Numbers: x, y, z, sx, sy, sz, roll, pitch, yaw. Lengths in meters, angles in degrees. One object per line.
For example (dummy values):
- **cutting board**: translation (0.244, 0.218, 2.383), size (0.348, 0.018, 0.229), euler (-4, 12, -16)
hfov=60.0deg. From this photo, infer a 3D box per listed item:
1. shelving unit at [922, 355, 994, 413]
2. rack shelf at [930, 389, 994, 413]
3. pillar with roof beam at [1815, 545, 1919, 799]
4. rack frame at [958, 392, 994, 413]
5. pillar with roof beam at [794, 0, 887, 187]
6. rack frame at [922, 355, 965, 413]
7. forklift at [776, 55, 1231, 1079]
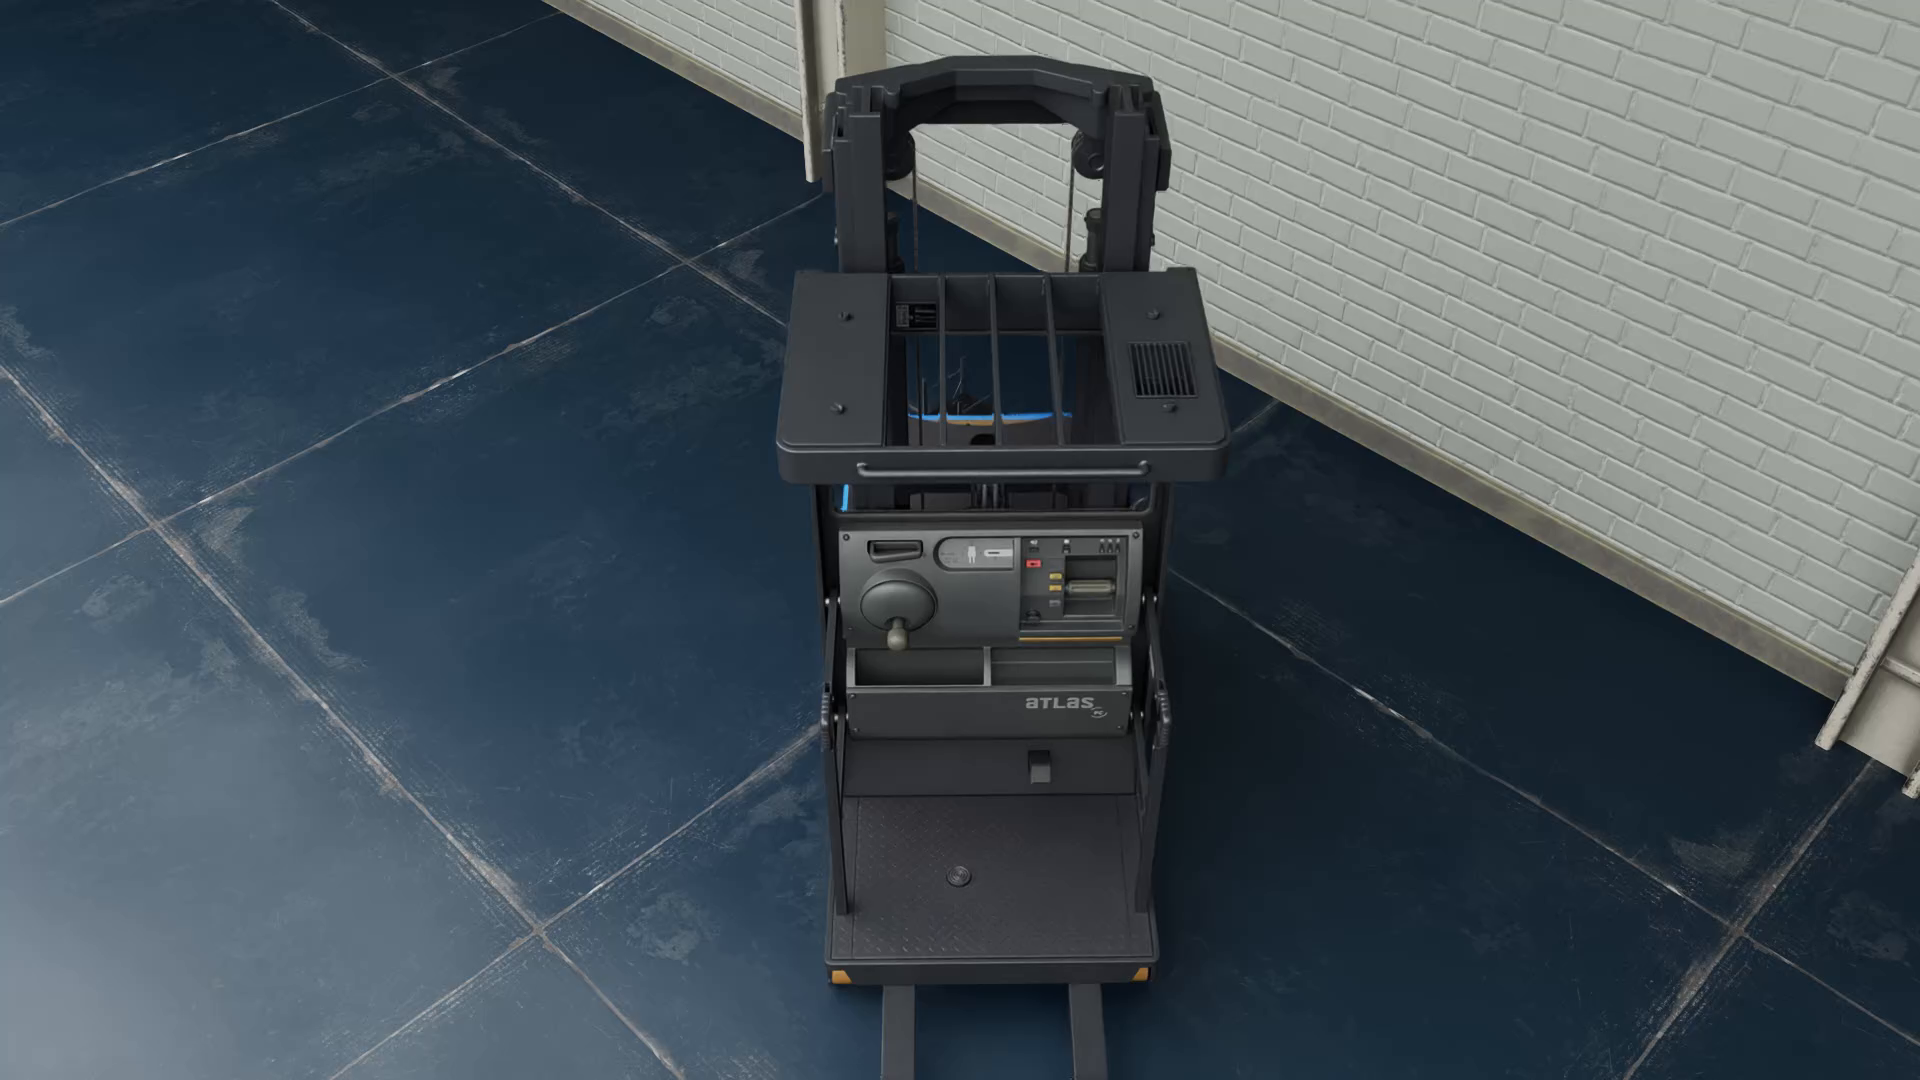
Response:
- **shelving unit**: translation (0.006, -0.327, 7.058), size (0.258, 0.900, 0.210), euler (-34, 53, -31)
- **rack shelf**: translation (0.006, -0.500, 6.897), size (0.258, 0.077, 0.200), euler (-34, 53, -31)
- **pillar with roof beam**: translation (0.543, -0.426, 1.198), size (9.100, 9.000, 0.400), euler (-34, 53, -31)
- **rack frame**: translation (0.078, -0.278, 7.005), size (0.240, 0.900, 0.006), euler (-34, 53, -31)
- **pillar with roof beam**: translation (-3.694, -3.309, 4.318), size (9.100, 9.000, 0.400), euler (-34, 53, -31)
- **rack frame**: translation (-0.066, -0.375, 7.111), size (0.240, 0.900, 0.006), euler (-34, 53, -31)
- **forklift**: translation (0.100, 0.227, 4.962), size (1.130, 2.935, 3.031), euler (0, 43, 0)
